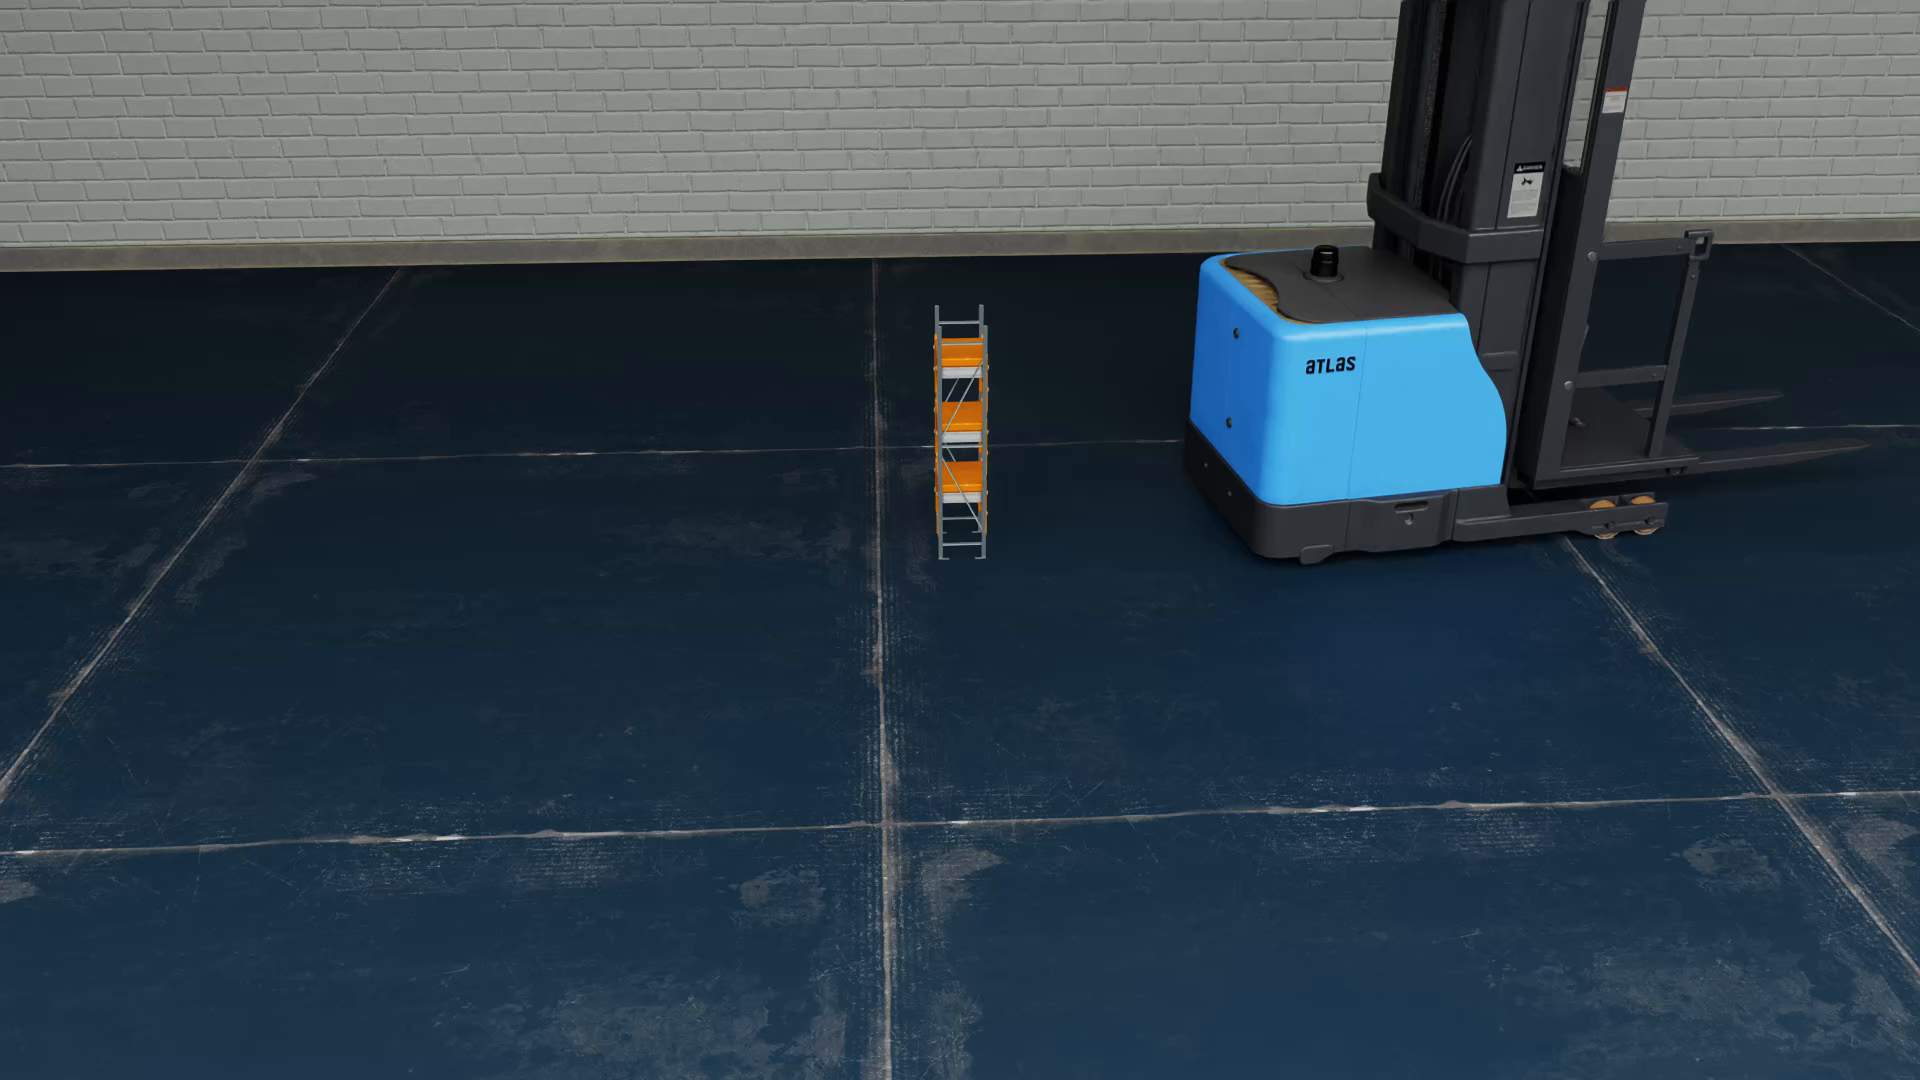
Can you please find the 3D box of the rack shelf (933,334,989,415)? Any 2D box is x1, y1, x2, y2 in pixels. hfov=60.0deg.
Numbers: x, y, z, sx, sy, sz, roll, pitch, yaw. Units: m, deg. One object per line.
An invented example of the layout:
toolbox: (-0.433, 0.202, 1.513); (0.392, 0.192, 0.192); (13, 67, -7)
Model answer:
rack shelf: (0.003, -0.683, 6.834); (0.215, 0.259, 0.240); (-1, 28, -3)

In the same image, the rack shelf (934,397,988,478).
rack shelf: (0.003, -0.431, 6.965); (0.215, 0.259, 0.240); (-1, 28, -3)

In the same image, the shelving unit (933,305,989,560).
shelving unit: (0.003, -0.441, 6.960); (0.215, 1.050, 0.252); (-1, 28, -3)

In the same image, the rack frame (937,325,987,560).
rack frame: (0.009, -0.384, 6.852); (0.200, 1.050, 0.008); (-1, 28, -3)

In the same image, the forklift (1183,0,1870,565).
forklift: (2.615, -1.536, 7.025); (3.031, 2.935, 1.130); (-6, 28, -11)

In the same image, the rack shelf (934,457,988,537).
rack shelf: (0.003, -0.185, 7.093); (0.215, 0.259, 0.240); (-1, 28, -3)

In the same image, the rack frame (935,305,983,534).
rack frame: (-0.004, -0.497, 7.068); (0.200, 1.050, 0.008); (-1, 28, -3)
